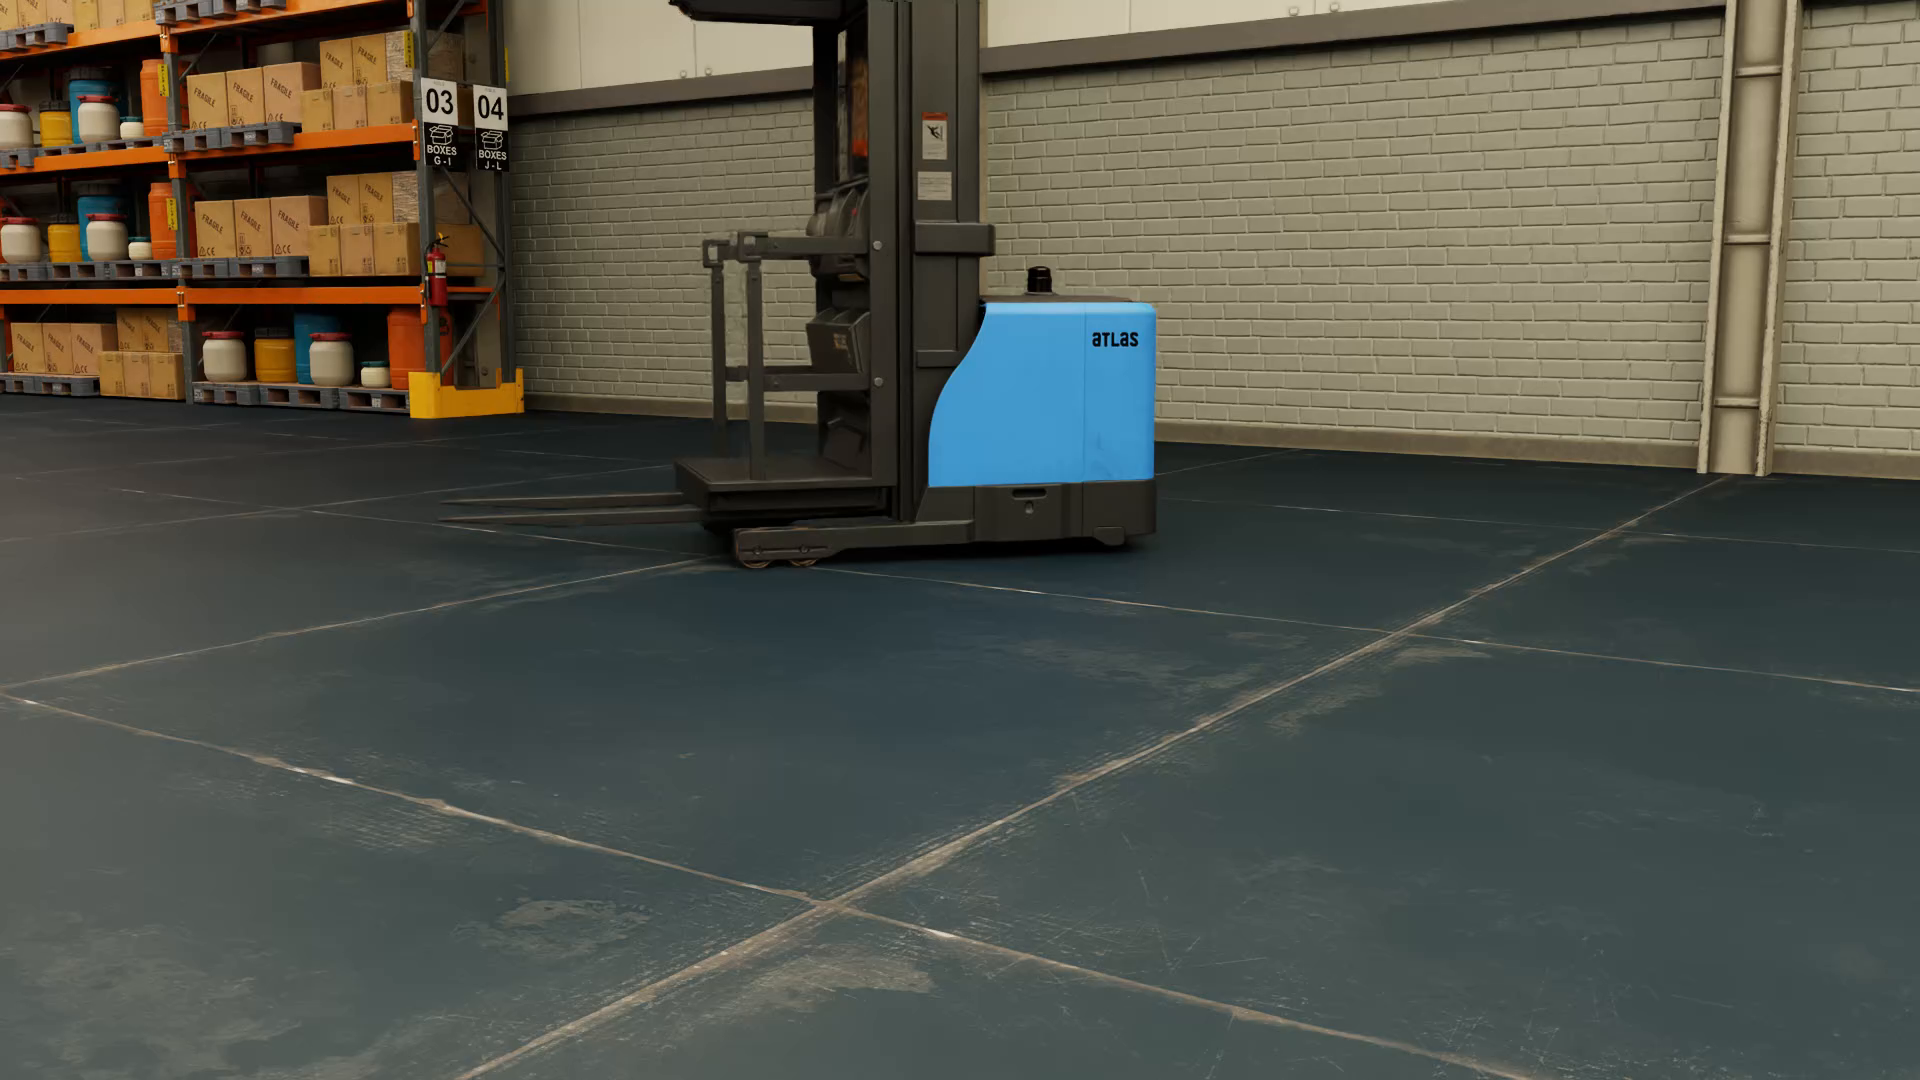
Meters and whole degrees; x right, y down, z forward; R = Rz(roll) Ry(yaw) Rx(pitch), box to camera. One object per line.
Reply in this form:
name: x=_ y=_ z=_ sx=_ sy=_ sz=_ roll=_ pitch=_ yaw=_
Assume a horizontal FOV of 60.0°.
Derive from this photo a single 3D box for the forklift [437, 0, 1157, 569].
forklift: x=-0.712 y=-1.415 z=7.147 sx=3.031 sy=2.935 sz=1.130 roll=-2 pitch=8 yaw=-17
